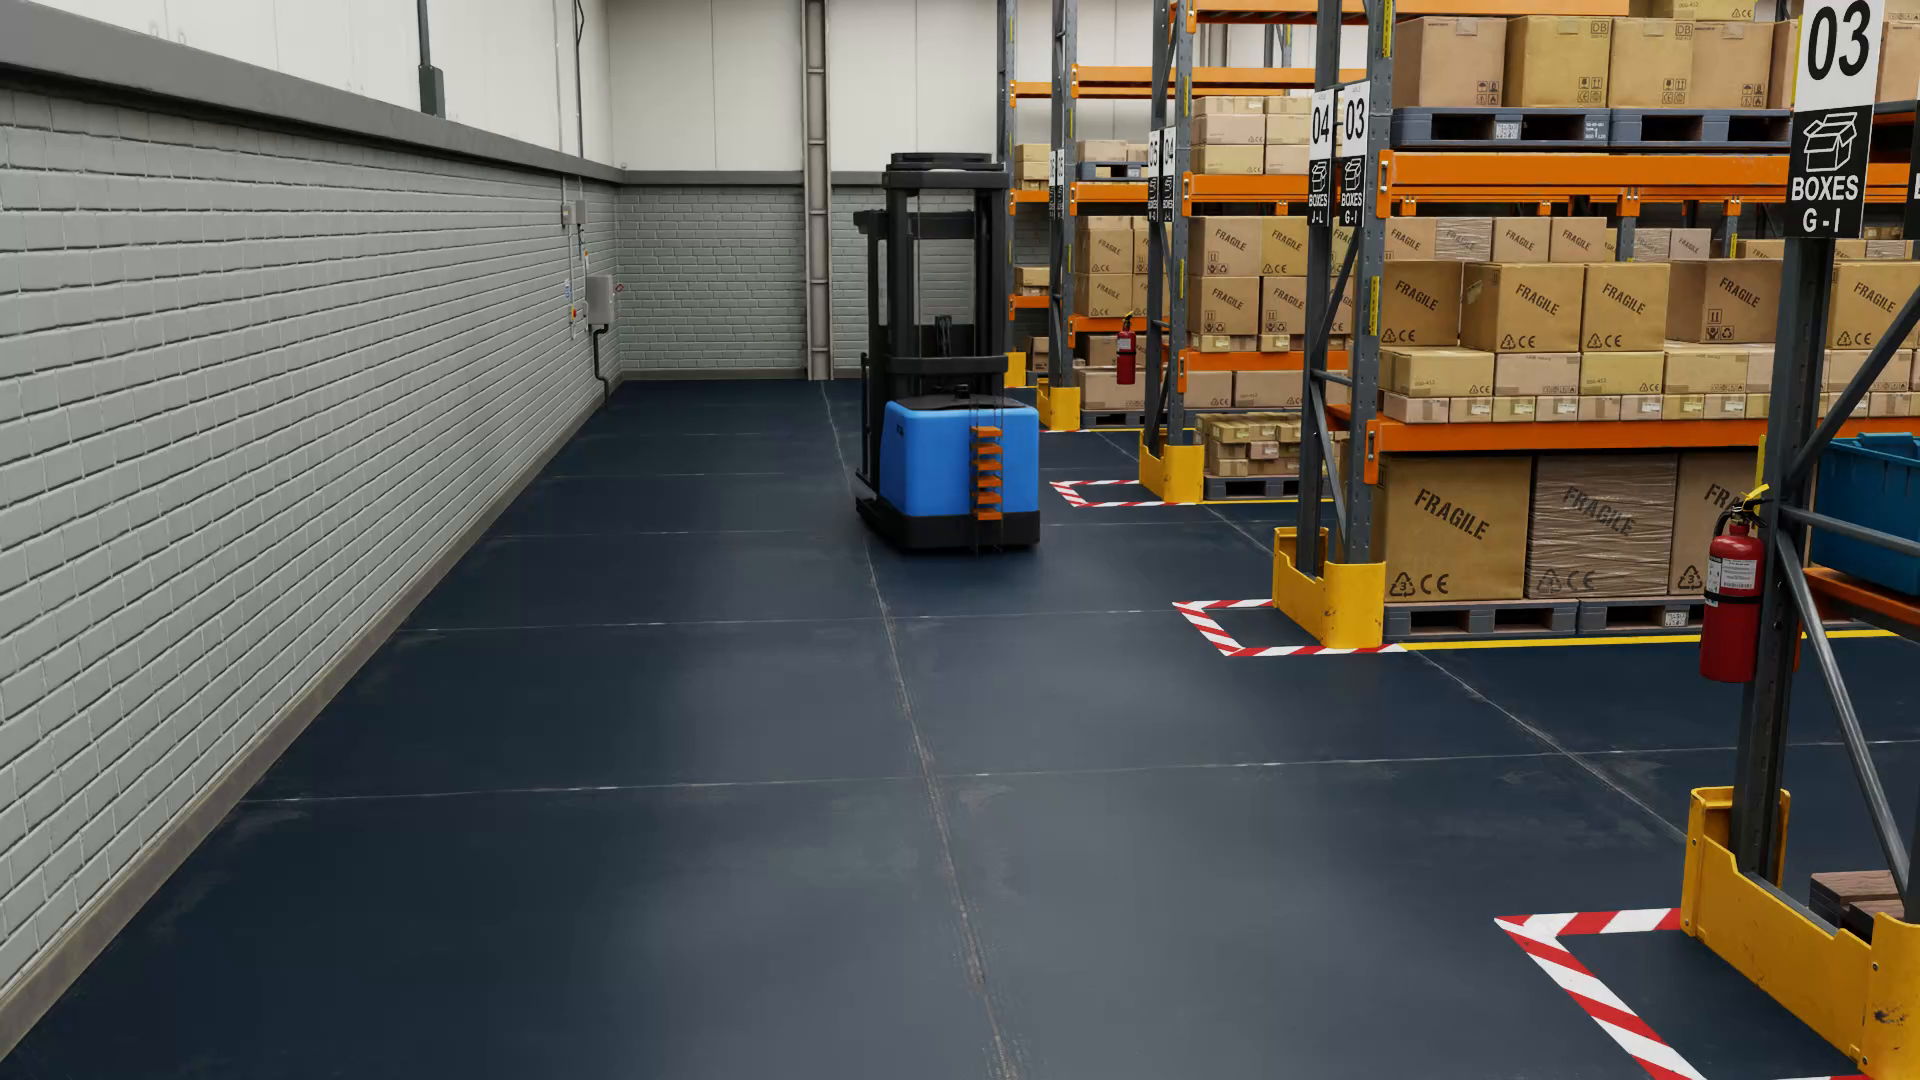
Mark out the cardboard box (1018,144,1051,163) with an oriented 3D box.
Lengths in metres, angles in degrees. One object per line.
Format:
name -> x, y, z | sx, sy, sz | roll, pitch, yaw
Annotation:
cardboard box -> 1.121, -5.556, 23.899 | 0.500, 0.250, 0.500 | -1, 11, -7

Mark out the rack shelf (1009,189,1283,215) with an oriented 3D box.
rack shelf -> 2.641, -4.966, 24.440 | 4.000, 0.370, 1.077 | -1, 11, -6

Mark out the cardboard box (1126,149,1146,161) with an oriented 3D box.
cardboard box -> 2.039, -4.508, 19.549 | 0.250, 0.149, 0.380 | -2, 11, -10

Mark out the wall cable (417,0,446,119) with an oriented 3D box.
wall cable -> -3.730, -6.018, 11.814 | 0.120, 5.999, 2.277 | -1, 11, -6

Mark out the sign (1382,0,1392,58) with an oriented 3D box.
sign -> 2.317, -2.786, 9.016 | 0.005, 0.325, 0.100 | -1, 11, -6

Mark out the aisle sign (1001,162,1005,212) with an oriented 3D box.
aisle sign -> 0.617, -5.023, 23.904 | 0.004, 0.787, 0.394 | -1, 11, -6

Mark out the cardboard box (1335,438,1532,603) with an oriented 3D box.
cardboard box -> 2.891, -0.145, 10.250 | 0.875, 0.875, 0.875 | -1, 11, -6

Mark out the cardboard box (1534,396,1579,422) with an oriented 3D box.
cardboard box -> 3.420, -0.791, 9.765 | 0.250, 0.149, 0.380 | -1, 11, -7

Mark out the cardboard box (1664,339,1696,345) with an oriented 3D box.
cardboard box -> 4.244, -1.119, 10.402 | 0.500, 0.250, 0.500 | -1, 11, -6

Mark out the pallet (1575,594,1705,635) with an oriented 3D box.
pallet -> 4.260, 0.359, 10.496 | 1.213, 0.211, 1.003 | -1, 11, -6

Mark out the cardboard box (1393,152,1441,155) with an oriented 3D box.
cardboard box -> 3.851, -3.297, 14.475 | 0.500, 0.250, 0.500 | -1, 11, -6

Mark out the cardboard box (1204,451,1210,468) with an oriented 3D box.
cardboard box -> 2.329, -0.764, 15.282 | 0.250, 0.149, 0.380 | -1, 11, -5

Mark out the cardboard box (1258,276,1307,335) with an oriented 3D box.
cardboard box -> 2.833, -2.074, 14.610 | 0.500, 0.500, 0.500 | -1, 11, -6

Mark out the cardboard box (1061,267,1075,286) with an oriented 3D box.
cardboard box -> 1.635, -3.846, 24.273 | 0.500, 0.250, 0.500 | -1, 11, -5

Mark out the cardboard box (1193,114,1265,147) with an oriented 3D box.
cardboard box -> 2.302, -3.509, 14.260 | 0.500, 0.250, 0.500 | -1, 11, -5

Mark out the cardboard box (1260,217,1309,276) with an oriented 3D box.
cardboard box -> 2.804, -2.562, 14.502 | 0.500, 0.500, 0.500 | -1, 11, -4

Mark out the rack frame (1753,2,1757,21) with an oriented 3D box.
rack frame -> 9.146, -5.964, 19.876 | 0.127, 3.000, 1.000 | -1, 11, -6

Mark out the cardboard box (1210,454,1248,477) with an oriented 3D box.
cardboard box -> 2.383, -0.663, 14.767 | 0.250, 0.149, 0.380 | -1, 11, -5

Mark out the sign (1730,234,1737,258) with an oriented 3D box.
sign -> 9.209, -3.482, 19.802 | 0.005, 0.325, 0.100 | -1, 11, -6

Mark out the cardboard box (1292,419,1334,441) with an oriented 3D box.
cardboard box -> 3.149, -0.982, 14.845 | 0.250, 0.149, 0.380 | -2, 11, -9

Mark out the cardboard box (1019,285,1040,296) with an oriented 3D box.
cardboard box -> 1.010, -3.636, 24.240 | 0.250, 0.149, 0.380 | -1, 11, -7

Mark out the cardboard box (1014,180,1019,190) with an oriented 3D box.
cardboard box -> 0.946, -5.205, 24.443 | 0.250, 0.149, 0.380 | -1, 11, -5

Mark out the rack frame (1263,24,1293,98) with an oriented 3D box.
rack frame -> 4.630, -6.832, 24.293 | 0.127, 3.000, 1.000 | -1, 11, -6

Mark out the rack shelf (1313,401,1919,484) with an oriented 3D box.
rack shelf -> 4.251, -0.642, 10.221 | 4.000, 0.370, 1.077 | -1, 11, -6

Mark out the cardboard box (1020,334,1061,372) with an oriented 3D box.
cardboard box -> 1.271, -2.781, 24.621 | 0.637, 0.503, 0.797 | -2, 11, -8

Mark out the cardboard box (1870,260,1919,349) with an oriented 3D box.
cardboard box -> 5.812, -1.416, 9.967 | 0.500, 0.500, 0.500 | -1, 11, -4

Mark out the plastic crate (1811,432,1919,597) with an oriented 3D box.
plastic crate -> 3.111, -0.093, 5.317 | 0.499, 0.435, 0.616 | -1, 11, -6

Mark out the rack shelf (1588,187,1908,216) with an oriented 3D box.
rack shelf -> 7.793, -3.150, 15.205 | 4.000, 0.370, 1.077 | -1, 11, -6

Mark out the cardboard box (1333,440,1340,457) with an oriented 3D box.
cardboard box -> 3.409, -0.846, 14.928 | 0.250, 0.149, 0.380 | -2, 11, -9

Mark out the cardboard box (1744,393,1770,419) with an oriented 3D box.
cardboard box -> 4.694, -0.817, 9.899 | 0.250, 0.149, 0.380 | -1, 11, -7

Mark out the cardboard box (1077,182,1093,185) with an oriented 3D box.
cardboard box -> 1.769, -5.114, 23.980 | 0.250, 0.149, 0.380 | -1, 11, -5

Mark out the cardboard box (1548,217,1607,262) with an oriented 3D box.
cardboard box -> 5.366, -2.614, 14.764 | 0.500, 0.500, 0.500 | -2, 11, -8

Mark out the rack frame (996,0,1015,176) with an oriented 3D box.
rack frame -> 0.653, -6.749, 23.870 | 0.127, 3.000, 1.000 | -1, 11, -6

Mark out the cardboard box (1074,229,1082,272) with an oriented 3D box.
cardboard box -> 1.646, -3.449, 19.784 | 0.500, 0.500, 0.500 | -1, 11, -4

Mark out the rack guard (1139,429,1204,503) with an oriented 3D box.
rack guard -> 1.903, -0.681, 15.038 | 0.348, 0.500, 1.175 | -1, 11, -6

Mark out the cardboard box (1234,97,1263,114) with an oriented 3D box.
cardboard box -> 2.430, -3.710, 14.249 | 0.250, 0.149, 0.380 | -1, 11, -4

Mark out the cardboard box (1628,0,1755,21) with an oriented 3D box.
cardboard box -> 4.272, -3.137, 9.722 | 0.500, 0.250, 0.500 | -2, 11, -8

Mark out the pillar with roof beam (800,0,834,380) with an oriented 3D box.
pillar with roof beam -> -1.660, -6.040, 20.264 | 0.400, 9.000, 9.100 | -1, 11, -6

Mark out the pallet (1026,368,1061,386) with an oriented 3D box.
pallet -> 1.521, -2.455, 24.811 | 1.213, 0.211, 1.003 | -1, 11, -6

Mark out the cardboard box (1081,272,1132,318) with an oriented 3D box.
cardboard box -> 1.701, -2.858, 19.368 | 0.500, 0.500, 0.500 | -1, 11, -7

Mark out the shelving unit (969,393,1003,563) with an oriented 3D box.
shelving unit -> 0.188, -0.447, 12.032 | 0.189, 1.200, 0.258 | -3, 11, -13

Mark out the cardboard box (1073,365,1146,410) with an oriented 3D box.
cardboard box -> 1.838, -1.835, 19.981 | 0.875, 0.438, 0.875 | -2, 11, -8

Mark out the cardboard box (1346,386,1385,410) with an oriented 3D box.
cardboard box -> 2.582, -0.900, 10.323 | 0.250, 0.149, 0.380 | -1, 11, -5

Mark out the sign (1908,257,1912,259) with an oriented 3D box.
sign -> 6.171, -1.669, 10.788 | 0.005, 0.325, 0.100 | -1, 11, -6

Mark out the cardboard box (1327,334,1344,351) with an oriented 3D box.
cardboard box -> 3.222, -1.768, 14.737 | 0.250, 0.149, 0.380 | -1, 11, -7

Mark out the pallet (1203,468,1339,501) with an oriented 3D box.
pallet -> 2.715, -0.550, 15.117 | 1.213, 0.211, 1.003 | -1, 11, -6

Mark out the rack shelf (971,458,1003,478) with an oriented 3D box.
rack shelf -> 0.188, -0.521, 12.017 | 0.180, 0.103, 0.258 | -3, 11, -13

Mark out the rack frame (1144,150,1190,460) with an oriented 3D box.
rack frame -> 1.828, -1.906, 14.789 | 0.127, 3.000, 1.000 | -1, 11, -6

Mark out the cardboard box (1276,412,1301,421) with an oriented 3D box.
cardboard box -> 3.091, -1.082, 15.357 | 0.250, 0.149, 0.380 | -2, 11, -8

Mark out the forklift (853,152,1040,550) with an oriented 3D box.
forklift -> -0.242, -1.607, 13.442 | 1.130, 2.935, 3.031 | -3, 11, -13

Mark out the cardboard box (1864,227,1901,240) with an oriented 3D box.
cardboard box -> 11.548, -3.838, 20.816 | 0.250, 0.149, 0.380 | -1, 11, -3

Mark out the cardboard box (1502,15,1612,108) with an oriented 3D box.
cardboard box -> 3.347, -2.739, 9.640 | 0.500, 0.500, 0.700 | -2, 11, -8

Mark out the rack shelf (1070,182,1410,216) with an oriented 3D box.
rack shelf -> 3.181, -4.014, 19.599 | 4.000, 0.370, 1.077 | -1, 11, -6

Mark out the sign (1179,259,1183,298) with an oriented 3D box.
sign -> 1.887, -2.227, 14.176 | 0.005, 0.325, 0.100 | -1, 11, -6

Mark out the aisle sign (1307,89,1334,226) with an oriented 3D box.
aisle sign -> 2.159, -2.285, 9.974 | 0.004, 0.787, 0.394 | -1, 11, -6

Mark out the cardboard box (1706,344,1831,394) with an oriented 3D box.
cardboard box -> 4.807, -1.027, 9.935 | 0.500, 0.250, 0.500 | -1, 11, -5
